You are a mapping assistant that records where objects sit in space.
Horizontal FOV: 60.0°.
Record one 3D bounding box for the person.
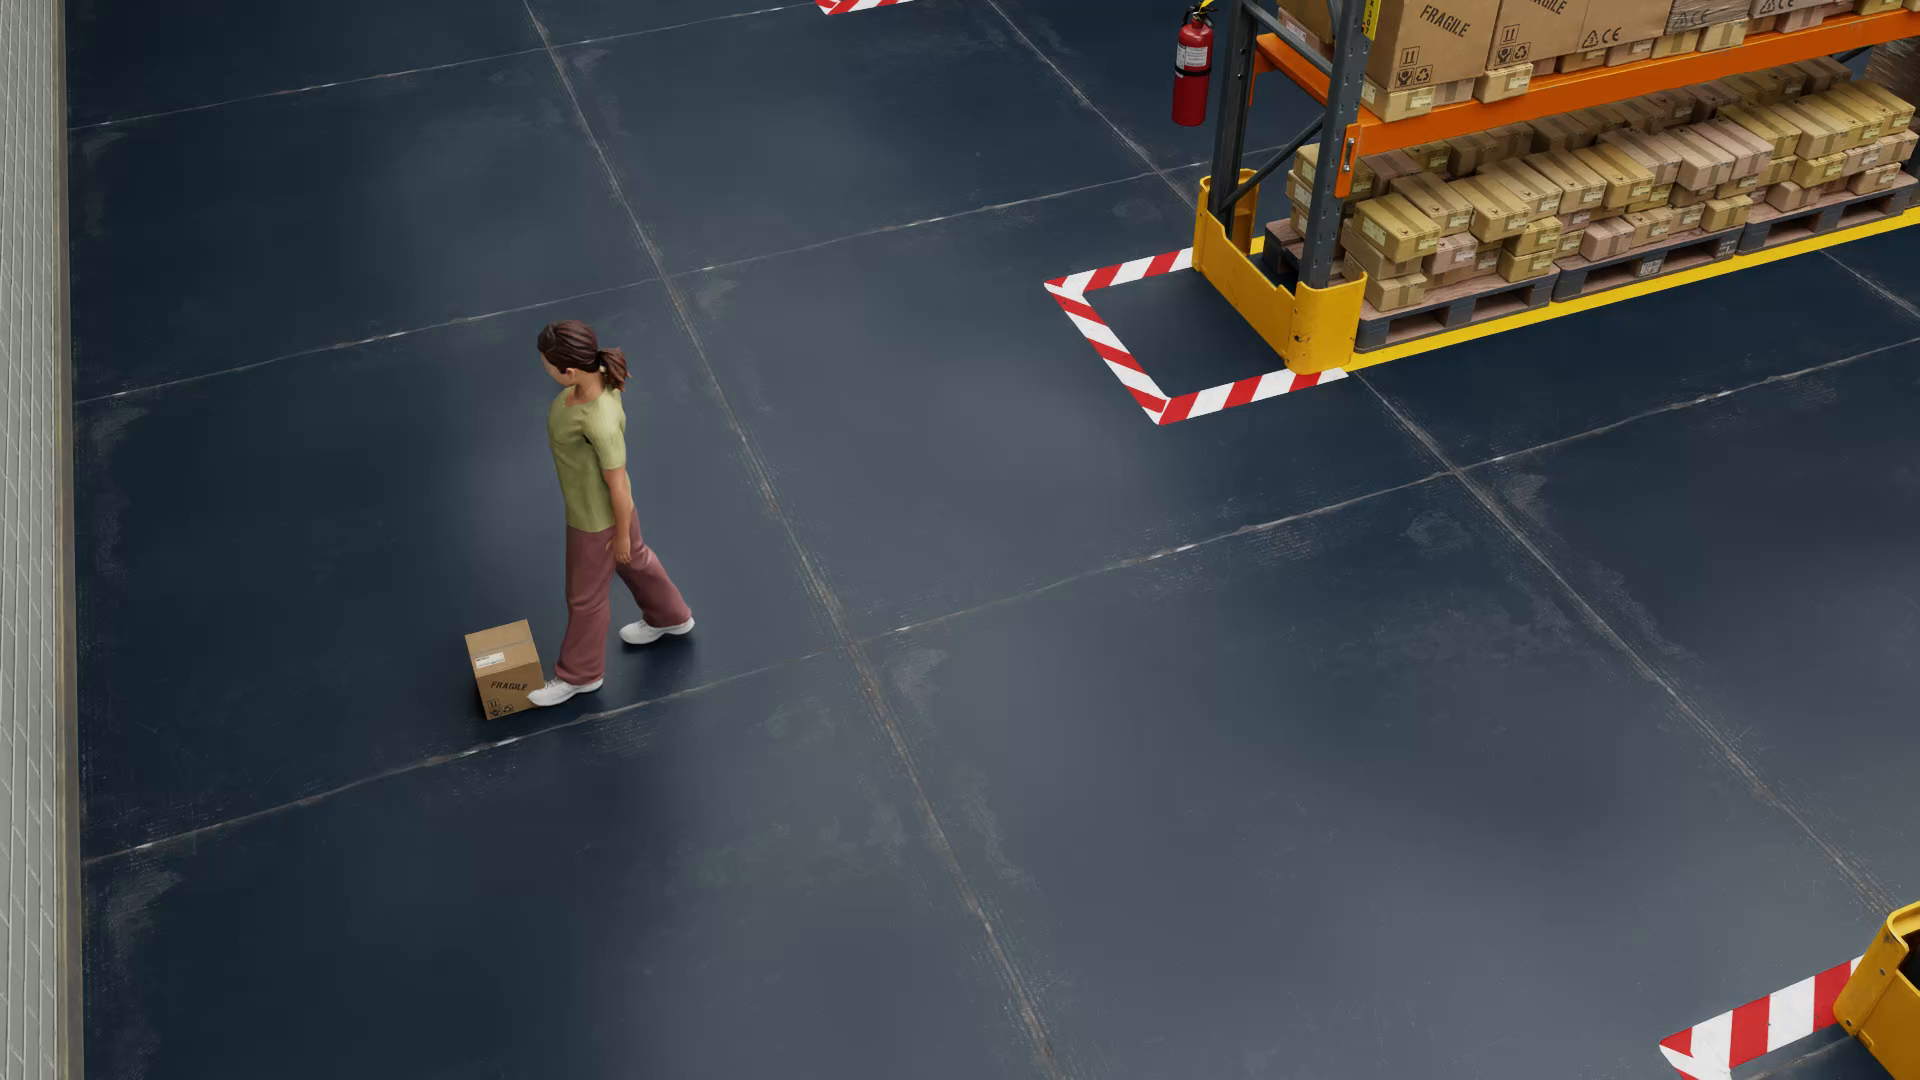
[{"bbox_3d":[-1.426,-0.123,6.291,0.706,1.663,0.464,-11,43,-12],"label":"person"}]
